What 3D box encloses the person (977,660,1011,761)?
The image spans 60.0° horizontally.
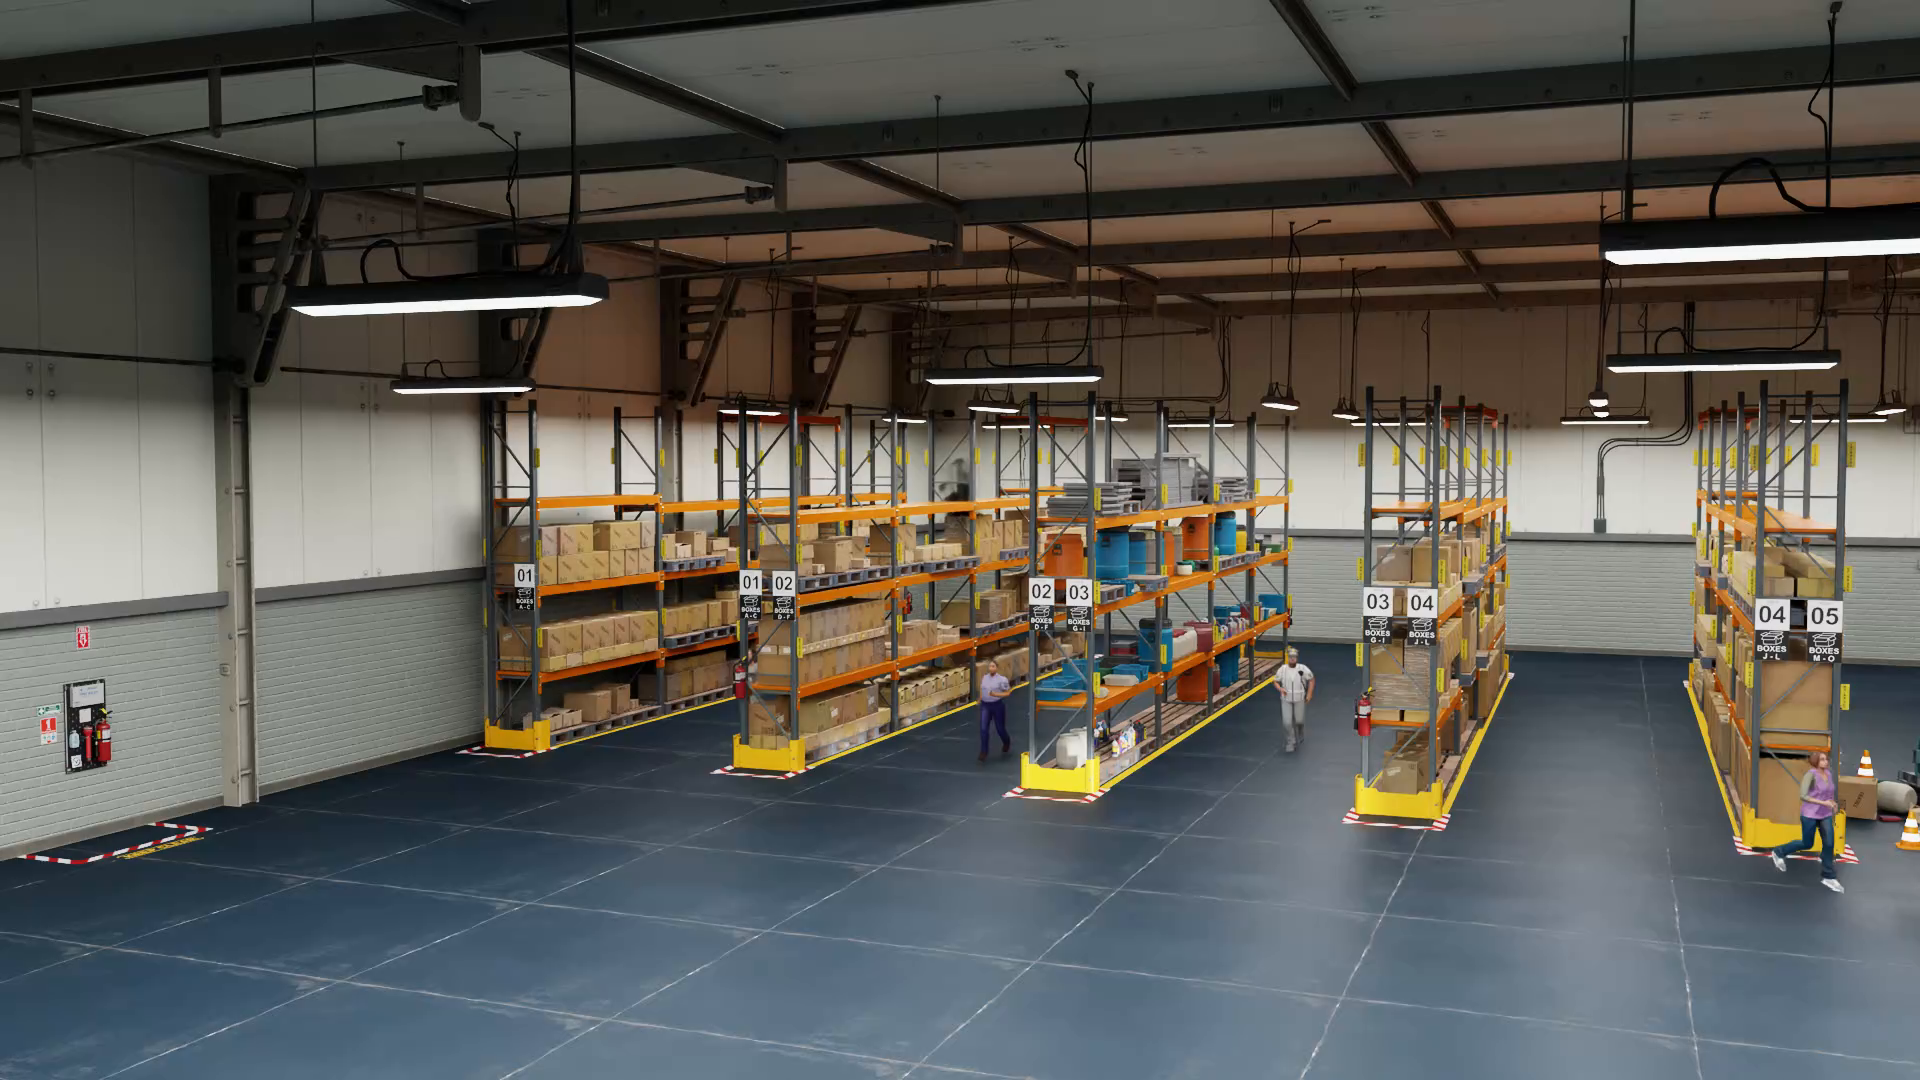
[{"bbox_3d":[0.553,2.810,27.633,0.613,1.611,0.933,1,3,22],"label":"person"}]

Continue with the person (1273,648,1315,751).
[{"bbox_3d":[5.710,2.727,28.485,0.705,1.752,0.611,1,3,14],"label":"person"}]

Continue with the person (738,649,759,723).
[{"bbox_3d":[-3.722,2.737,29.444,0.569,1.618,0.724,1,3,15],"label":"person"}]

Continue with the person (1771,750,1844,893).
[{"bbox_3d":[9.997,3.246,19.507,0.551,1.601,0.871,-1,3,-23],"label":"person"}]
